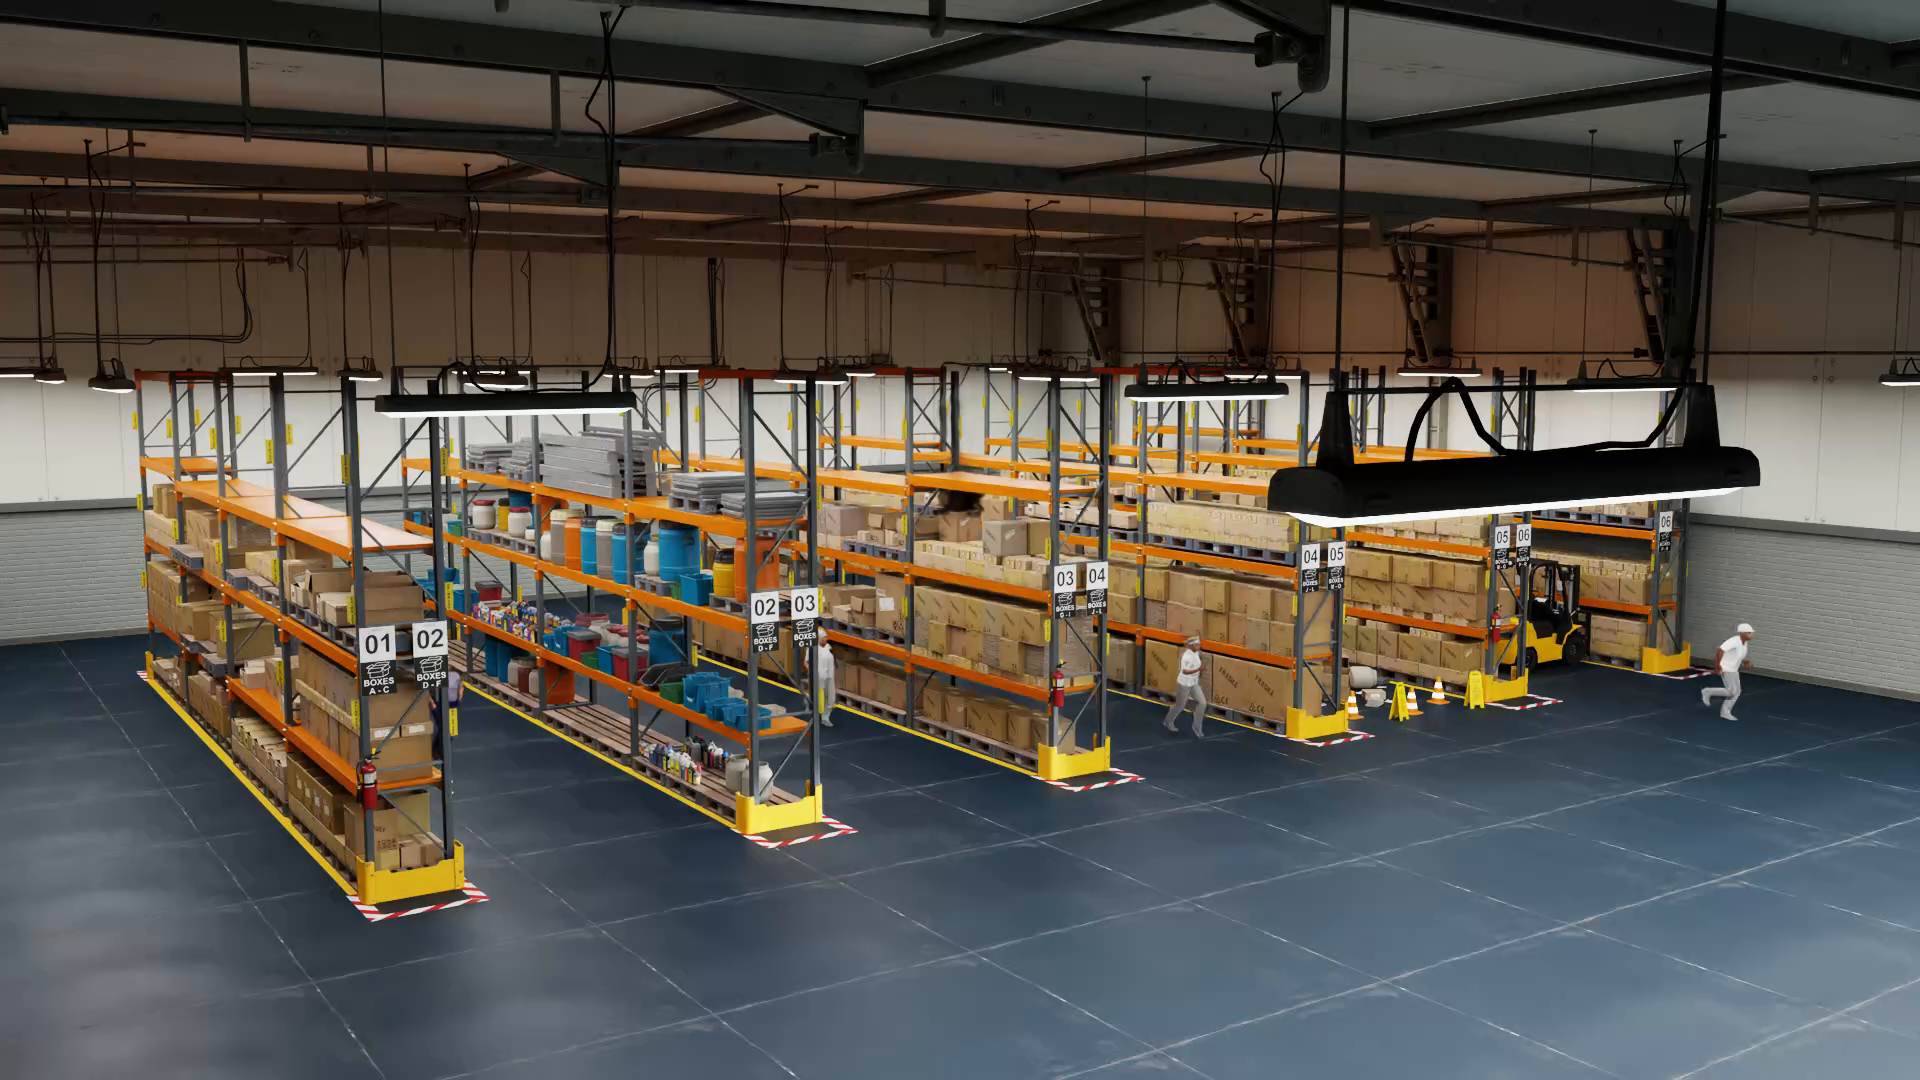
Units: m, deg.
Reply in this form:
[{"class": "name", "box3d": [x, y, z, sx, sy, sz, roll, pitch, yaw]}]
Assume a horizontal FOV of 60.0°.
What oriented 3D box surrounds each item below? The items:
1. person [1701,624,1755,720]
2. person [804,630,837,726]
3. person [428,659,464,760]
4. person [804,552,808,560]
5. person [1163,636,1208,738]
[{"class": "person", "box3d": [13.310, 2.265, 28.820, 0.822, 1.691, 0.695, 5, 8, 38]}, {"class": "person", "box3d": [-2.374, 2.347, 28.356, 0.616, 1.620, 0.599, -5, 8, -40]}, {"class": "person", "box3d": [-7.940, 2.624, 25.761, 0.587, 1.613, 0.575, -5, 8, -38]}, {"class": "person", "box3d": [-3.528, 1.122, 38.365, 0.733, 1.811, 0.836, -3, 7, -25]}, {"class": "person", "box3d": [3.730, 2.424, 27.441, 0.842, 1.748, 0.559, 6, 9, 41]}]
